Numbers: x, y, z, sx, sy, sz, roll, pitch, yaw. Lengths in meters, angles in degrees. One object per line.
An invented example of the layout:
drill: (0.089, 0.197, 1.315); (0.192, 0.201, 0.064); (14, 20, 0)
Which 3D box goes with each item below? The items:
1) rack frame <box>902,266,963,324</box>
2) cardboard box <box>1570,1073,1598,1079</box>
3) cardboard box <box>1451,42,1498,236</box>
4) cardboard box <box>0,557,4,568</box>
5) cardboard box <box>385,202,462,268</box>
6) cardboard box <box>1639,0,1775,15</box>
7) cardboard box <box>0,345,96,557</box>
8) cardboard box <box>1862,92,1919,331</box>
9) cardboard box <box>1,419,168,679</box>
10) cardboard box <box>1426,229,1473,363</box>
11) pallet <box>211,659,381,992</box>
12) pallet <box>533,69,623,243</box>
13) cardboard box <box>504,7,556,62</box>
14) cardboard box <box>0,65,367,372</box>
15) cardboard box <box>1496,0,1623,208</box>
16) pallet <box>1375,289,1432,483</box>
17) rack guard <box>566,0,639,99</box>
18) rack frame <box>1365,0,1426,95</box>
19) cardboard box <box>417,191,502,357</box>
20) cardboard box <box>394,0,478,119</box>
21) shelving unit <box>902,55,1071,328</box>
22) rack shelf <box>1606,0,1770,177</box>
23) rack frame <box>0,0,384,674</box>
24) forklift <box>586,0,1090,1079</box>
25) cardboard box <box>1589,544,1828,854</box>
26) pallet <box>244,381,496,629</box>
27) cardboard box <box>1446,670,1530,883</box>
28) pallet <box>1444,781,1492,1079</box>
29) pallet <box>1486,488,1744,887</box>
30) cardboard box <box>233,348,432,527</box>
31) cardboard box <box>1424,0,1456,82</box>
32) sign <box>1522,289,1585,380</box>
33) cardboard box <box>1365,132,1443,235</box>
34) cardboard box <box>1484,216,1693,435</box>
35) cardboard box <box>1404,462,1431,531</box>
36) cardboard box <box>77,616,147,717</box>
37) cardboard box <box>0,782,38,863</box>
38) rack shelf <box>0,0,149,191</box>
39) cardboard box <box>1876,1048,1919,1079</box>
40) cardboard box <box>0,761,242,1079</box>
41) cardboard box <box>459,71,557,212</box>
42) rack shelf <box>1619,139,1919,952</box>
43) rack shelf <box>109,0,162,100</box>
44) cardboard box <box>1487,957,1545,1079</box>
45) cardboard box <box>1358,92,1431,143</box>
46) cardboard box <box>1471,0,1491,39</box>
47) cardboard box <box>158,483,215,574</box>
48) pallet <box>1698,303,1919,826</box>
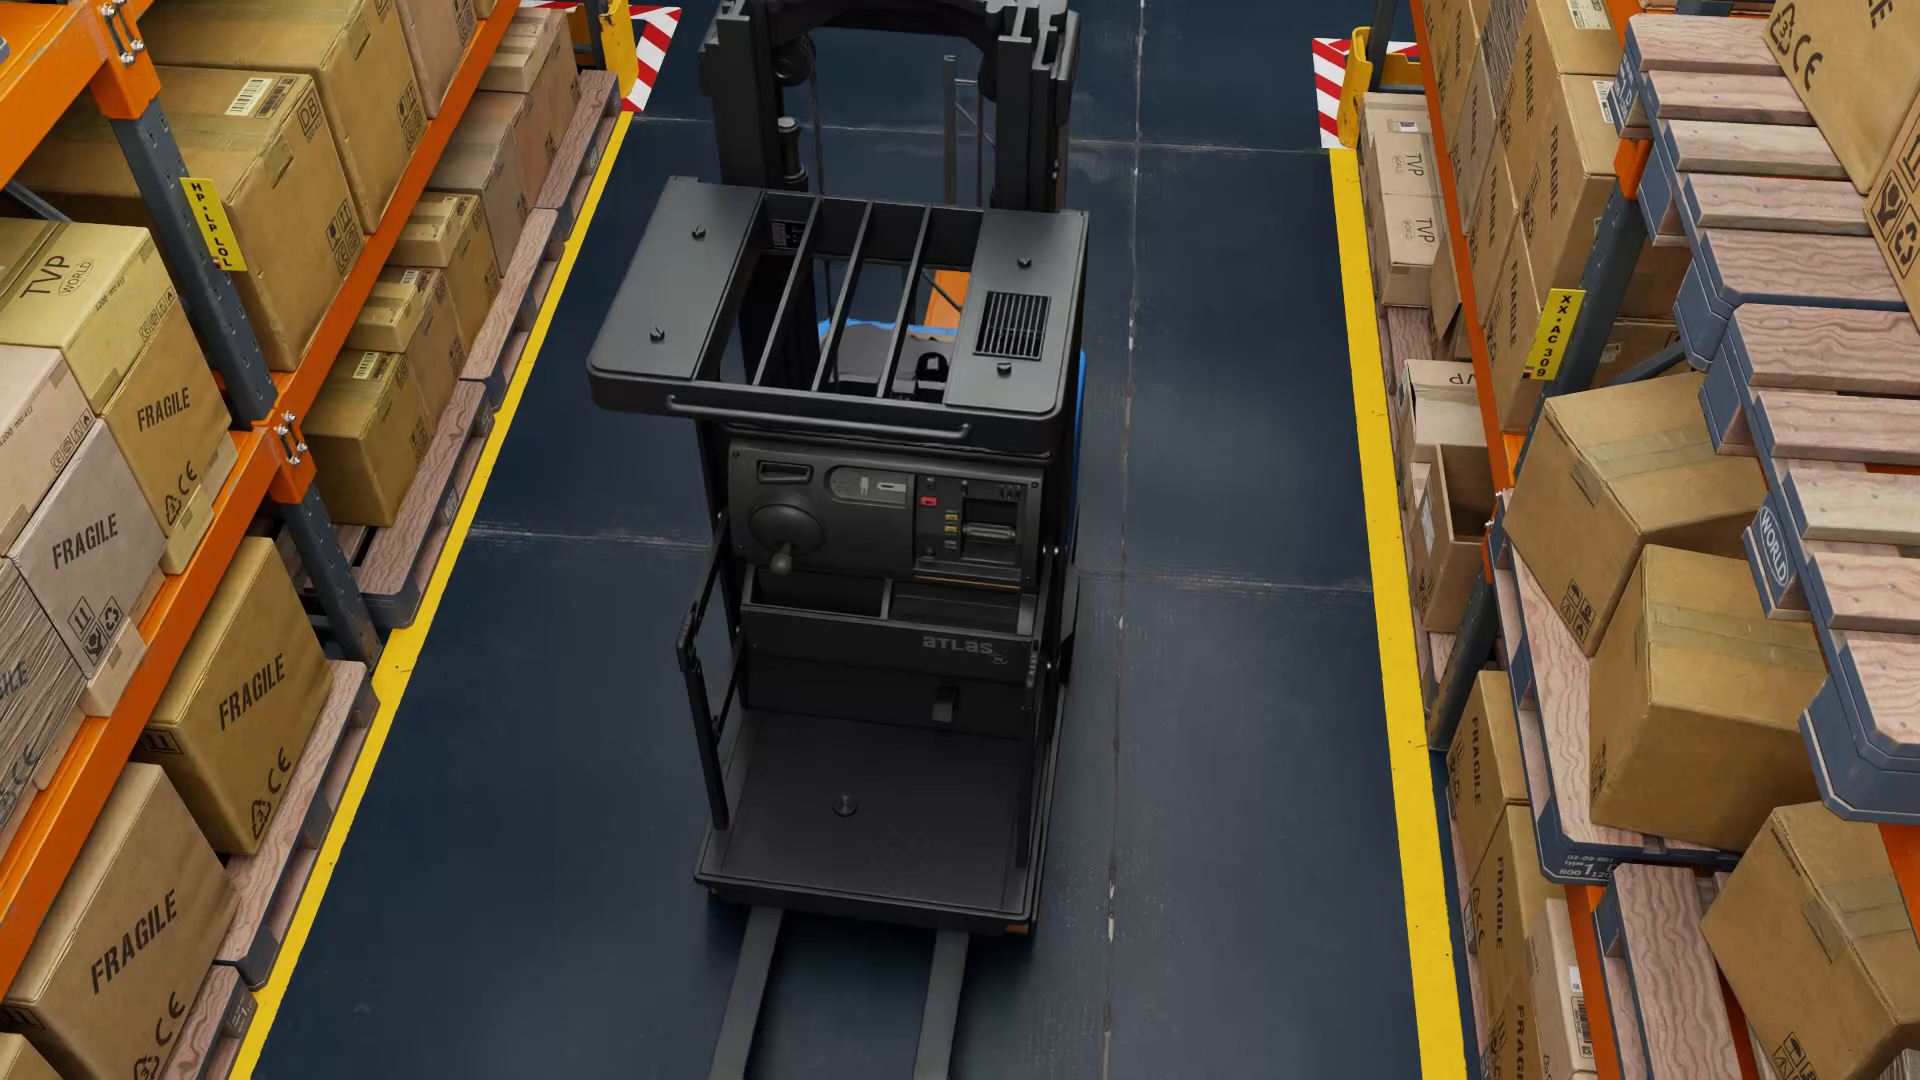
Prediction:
rack frame: (0.042, -0.599, 6.308); (0.500, 1.500, 0.032); (6, 48, 6)
cardboard box: (1.790, 1.632, 4.138); (0.500, 0.250, 0.500); (3, 48, 3)
cardboard box: (2.093, -1.428, 5.981); (0.500, 0.500, 0.500); (5, 48, 4)
cardboard box: (-2.611, 0.133, 3.830); (0.500, 0.250, 0.500); (5, 48, 4)
cardboard box: (-2.290, -1.266, 6.871); (0.380, 0.149, 0.250); (3, 48, 2)
cardboard box: (1.993, -1.590, 4.266); (0.500, 0.250, 0.500); (4, 48, 4)
cardboard box: (-2.564, -0.242, 4.173); (0.500, 0.250, 0.500); (5, 48, 4)
cardboard box: (2.056, -0.617, 2.854); (0.600, 0.600, 0.600); (3, 48, 3)
cardboard box: (-2.548, 0.008, 4.453); (0.500, 0.500, 0.500); (4, 48, 4)
cardboard box: (2.379, -0.940, 6.996); (0.797, 0.503, 0.637); (4, 48, 4)
pallet: (-2.715, 0.930, 5.782); (1.003, 0.211, 1.213); (4, 48, 4)
pallet: (-2.350, -1.989, 8.452); (1.003, 0.211, 1.213); (4, 48, 4)
cardboard box: (-2.150, -2.412, 7.919); (0.380, 0.149, 0.250); (3, 48, 3)
cardboard box: (-2.654, -1.082, 5.529); (0.980, 0.700, 0.700); (5, 48, 4)
cardboard box: (2.046, -1.390, 5.269); (0.500, 0.500, 0.500); (3, 48, 3)
pallet: (2.385, -0.715, 7.287); (1.003, 0.211, 1.213); (4, 48, 4)
rack guard: (-2.353, -2.697, 8.903); (1.175, 0.500, 0.348); (4, 48, 4)
rack frame: (2.578, -3.192, 7.663); (1.000, 3.000, 0.127); (4, 48, 4)
cardboard box: (-2.452, -1.170, 7.223); (0.700, 0.500, 0.500); (5, 48, 4)
cardboard box: (-2.526, -2.153, 6.509); (0.980, 0.700, 0.700); (2, 48, 2)
shelving unit: (0.116, -0.977, 6.653); (0.587, 1.500, 1.083); (6, 48, 6)
rack shelf: (2.396, -2.492, 5.477); (1.077, 0.370, 4.000); (4, 48, 4)
rack frame: (-2.720, -0.583, 5.277); (1.000, 3.000, 0.127); (4, 48, 4)
forklift: (-0.253, 0.038, 4.755); (1.130, 2.935, 3.031); (6, 48, 6)
cardboard box: (1.948, 0.414, 4.012); (0.700, 0.500, 0.500); (11, 48, 10)
pallet: (-2.573, -0.196, 6.812); (1.003, 0.211, 1.213); (4, 48, 4)
cardboard box: (1.927, 0.781, 5.424); (0.500, 0.500, 0.500); (2, 48, 2)
pallet: (2.177, 1.289, 5.454); (1.003, 0.211, 1.213); (4, 48, 4)
pallet: (2.032, 0.392, 4.515); (1.003, 0.211, 1.213); (4, 48, 4)
cardboard box: (-2.550, -0.424, 6.540); (0.700, 0.500, 0.500); (4, 48, 4)
cardboard box: (2.184, -2.169, 6.660); (0.500, 0.500, 0.500); (4, 48, 3)
sign: (1.672, -0.576, 4.683); (0.100, 0.325, 0.005); (4, 48, 4)
cardboard box: (2.200, -1.665, 7.831); (0.500, 0.250, 0.500); (4, 48, 4)
cardboard box: (2.003, -0.671, 5.289); (0.500, 0.500, 0.500); (5, 48, 4)
cardboard box: (1.957, -0.157, 6.520); (0.380, 0.149, 0.250); (4, 48, 4)
cardboard box: (-2.502, 0.335, 4.594); (0.380, 0.149, 0.250); (4, 48, 4)
cardboard box: (-2.628, 0.693, 4.266); (0.380, 0.149, 0.250); (3, 48, 2)
rack shelf: (-2.902, 0.117, 3.091); (1.077, 0.370, 4.000); (4, 48, 4)
cardboard box: (2.067, 1.381, 3.127); (0.700, 0.500, 0.500); (12, 49, 11)
cardboard box: (-2.728, 1.140, 4.872); (0.750, 0.750, 0.750); (5, 48, 5)
cardboard box: (-2.365, -1.932, 7.919); (0.700, 0.500, 0.500); (4, 48, 3)
rack shelf: (2.031, 0.447, 2.789); (1.077, 0.370, 4.000); (4, 48, 4)
rack shelf: (-2.538, -2.822, 5.779); (1.077, 0.370, 4.000); (4, 48, 4)
cardboard box: (1.836, 1.541, 4.730); (0.500, 0.500, 0.500); (4, 48, 4)
cardboard box: (2.197, -2.094, 8.292); (0.380, 0.149, 0.250); (4, 48, 4)
cardboard box: (2.139, -2.130, 5.946); (0.500, 0.500, 0.500); (3, 48, 3)
cardboard box: (-2.468, -0.051, 4.946); (0.380, 0.149, 0.250); (5, 48, 4)
pallet: (1.993, 0.035, 2.806); (1.213, 0.211, 1.003); (4, 48, 4)
